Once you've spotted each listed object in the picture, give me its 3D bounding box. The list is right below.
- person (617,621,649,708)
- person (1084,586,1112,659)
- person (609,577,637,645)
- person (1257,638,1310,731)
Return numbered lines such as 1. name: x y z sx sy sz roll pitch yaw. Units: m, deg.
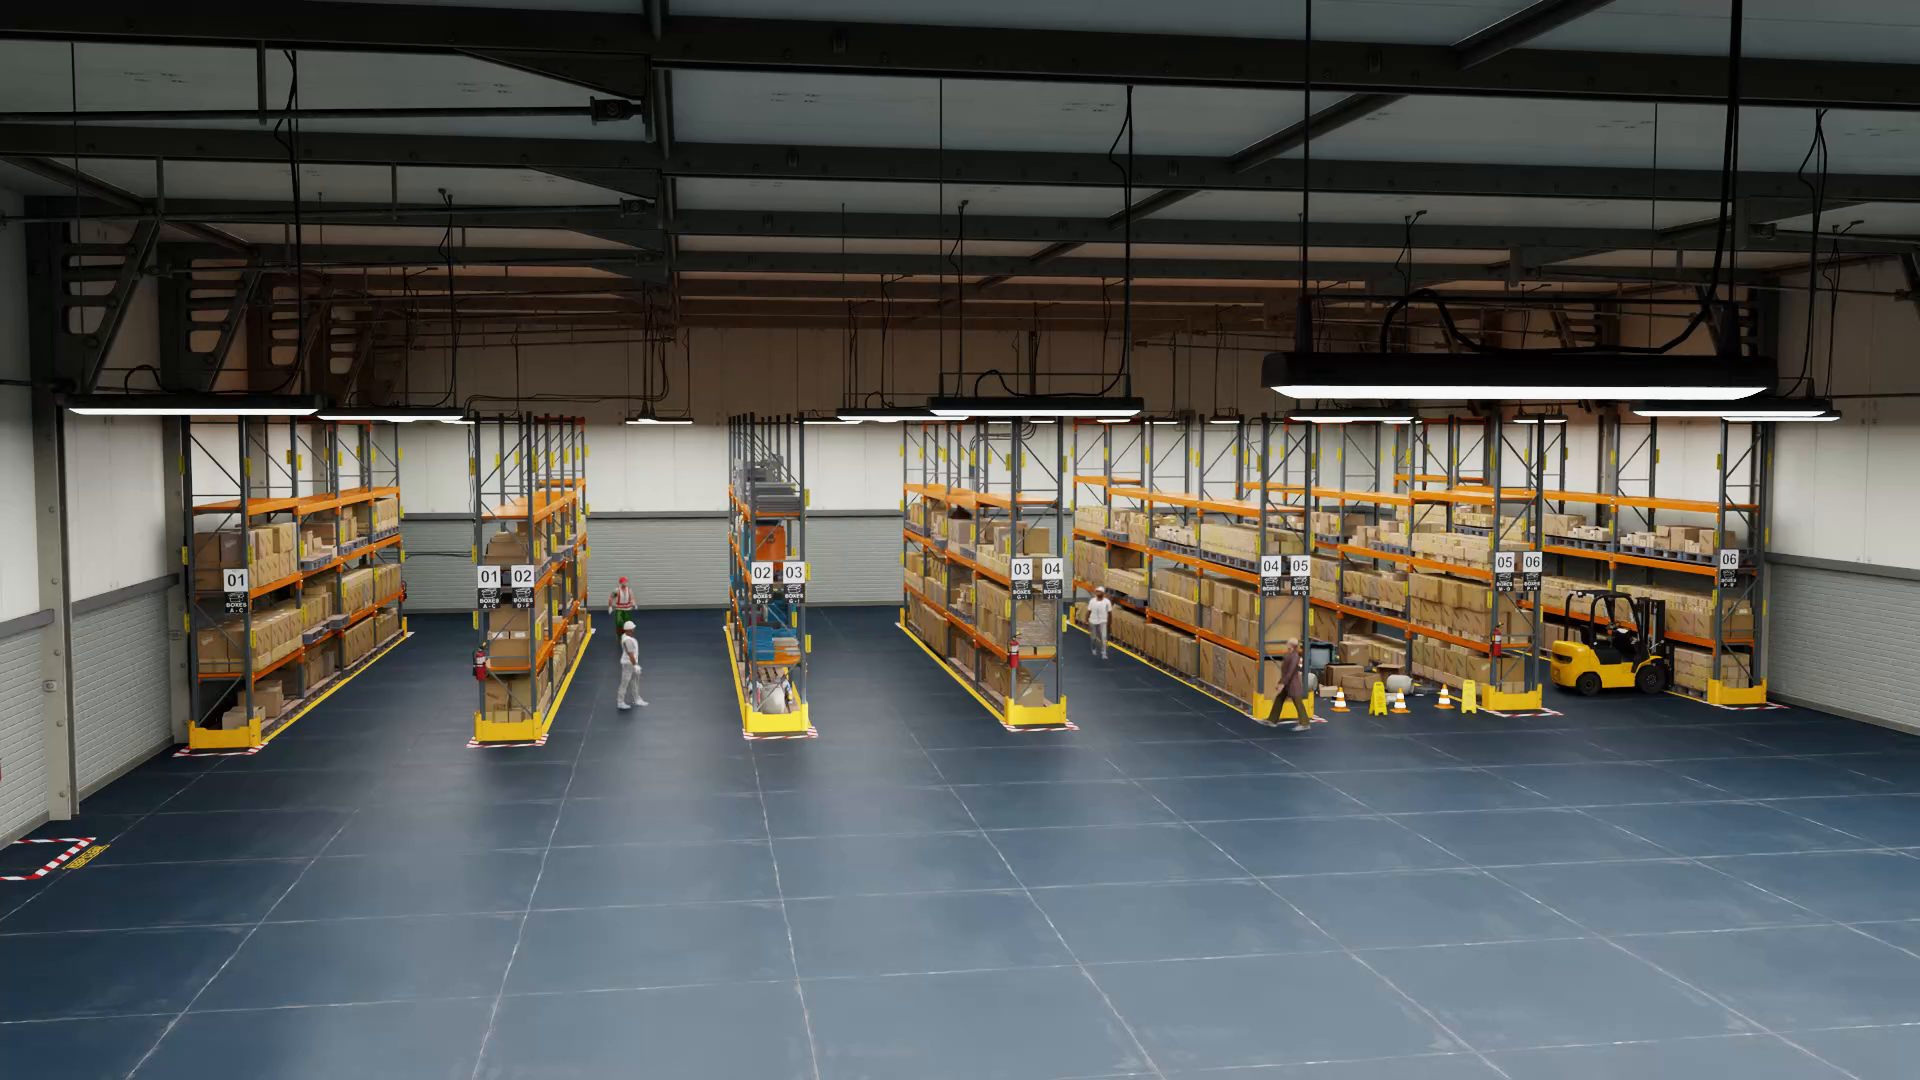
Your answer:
1. person: -6.695 2.535 33.944 0.578 1.799 0.702 0 4 -2
2. person: 3.331 1.988 40.070 0.690 1.724 0.979 0 4 -4
3. person: -8.950 1.885 44.140 0.741 1.813 0.877 -1 4 -10
4. person: 6.155 2.753 31.420 0.851 1.646 0.735 -1 4 -12
